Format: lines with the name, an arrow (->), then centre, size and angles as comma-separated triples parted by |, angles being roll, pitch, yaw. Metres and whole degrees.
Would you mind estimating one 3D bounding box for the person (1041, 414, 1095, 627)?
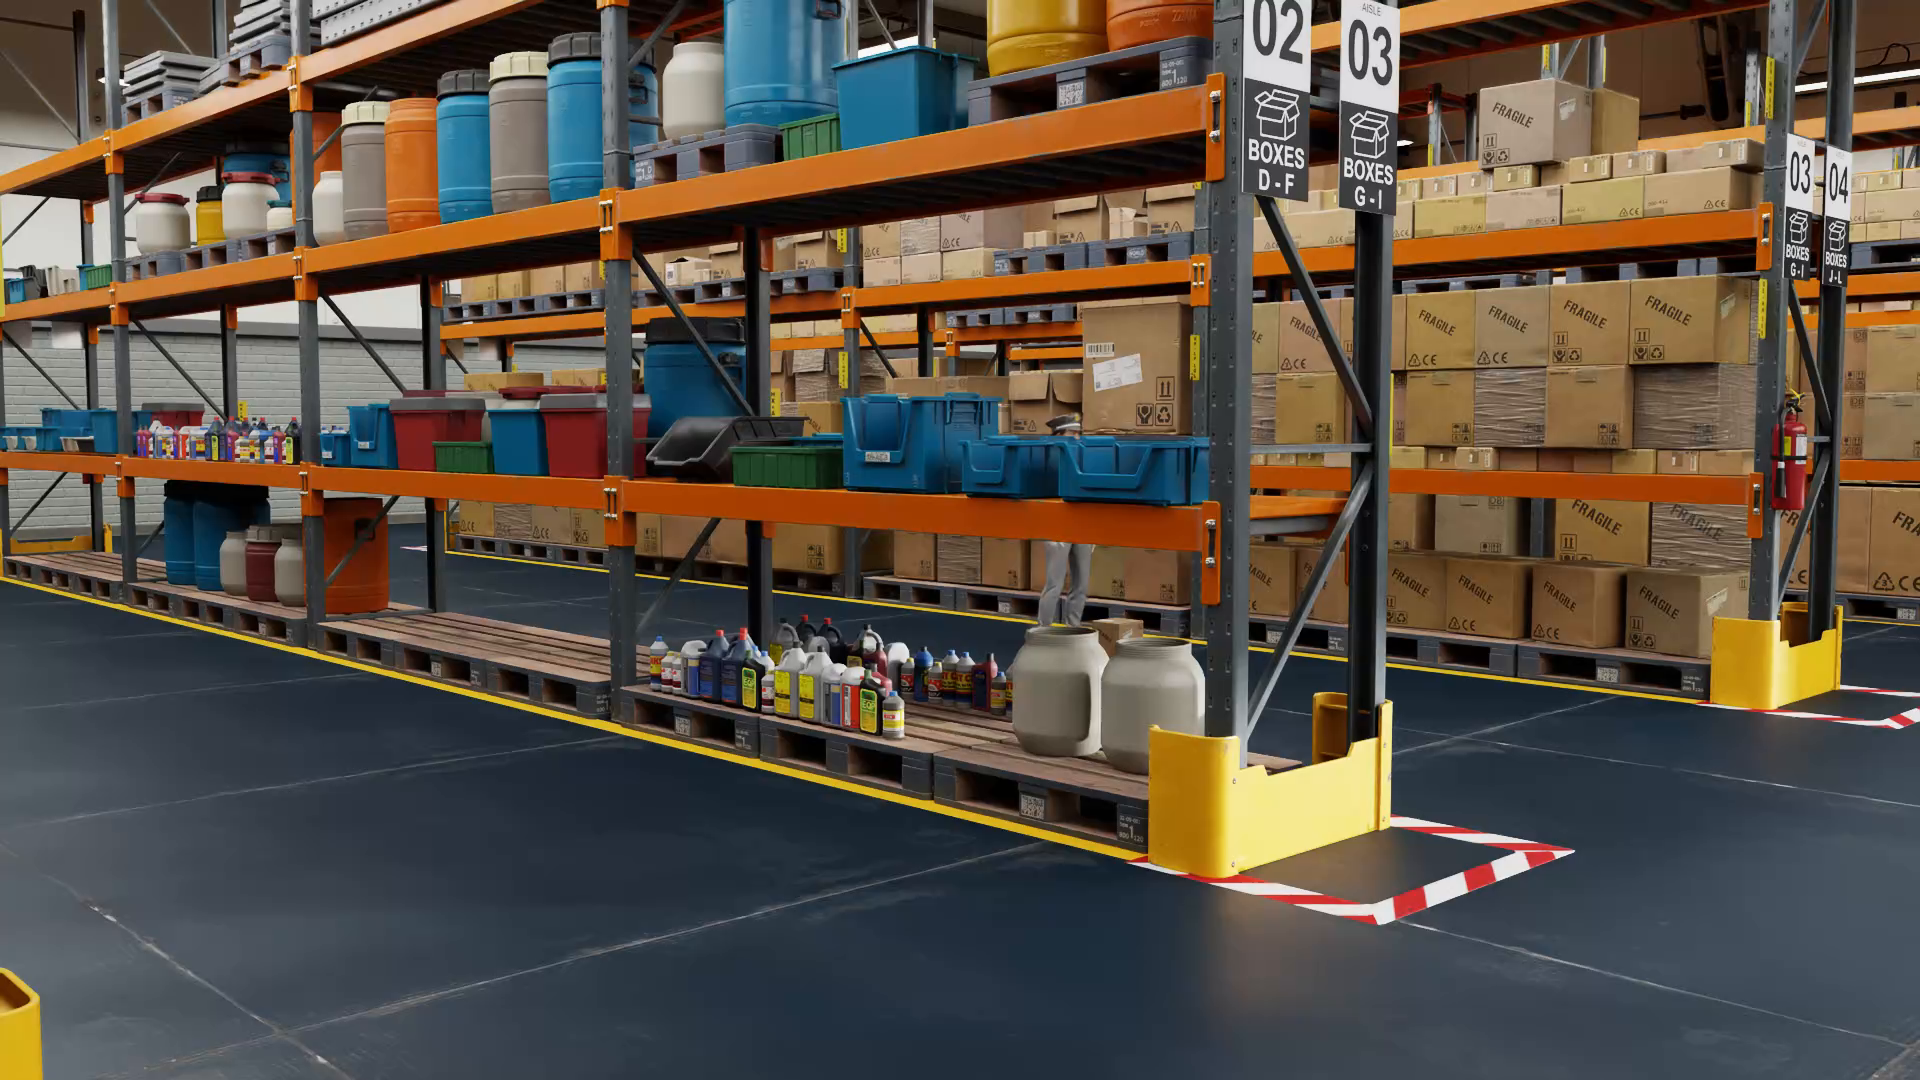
person -> 0.779, -0.044, 11.738 | 0.467, 1.683, 0.329 | -4, 5, -42
